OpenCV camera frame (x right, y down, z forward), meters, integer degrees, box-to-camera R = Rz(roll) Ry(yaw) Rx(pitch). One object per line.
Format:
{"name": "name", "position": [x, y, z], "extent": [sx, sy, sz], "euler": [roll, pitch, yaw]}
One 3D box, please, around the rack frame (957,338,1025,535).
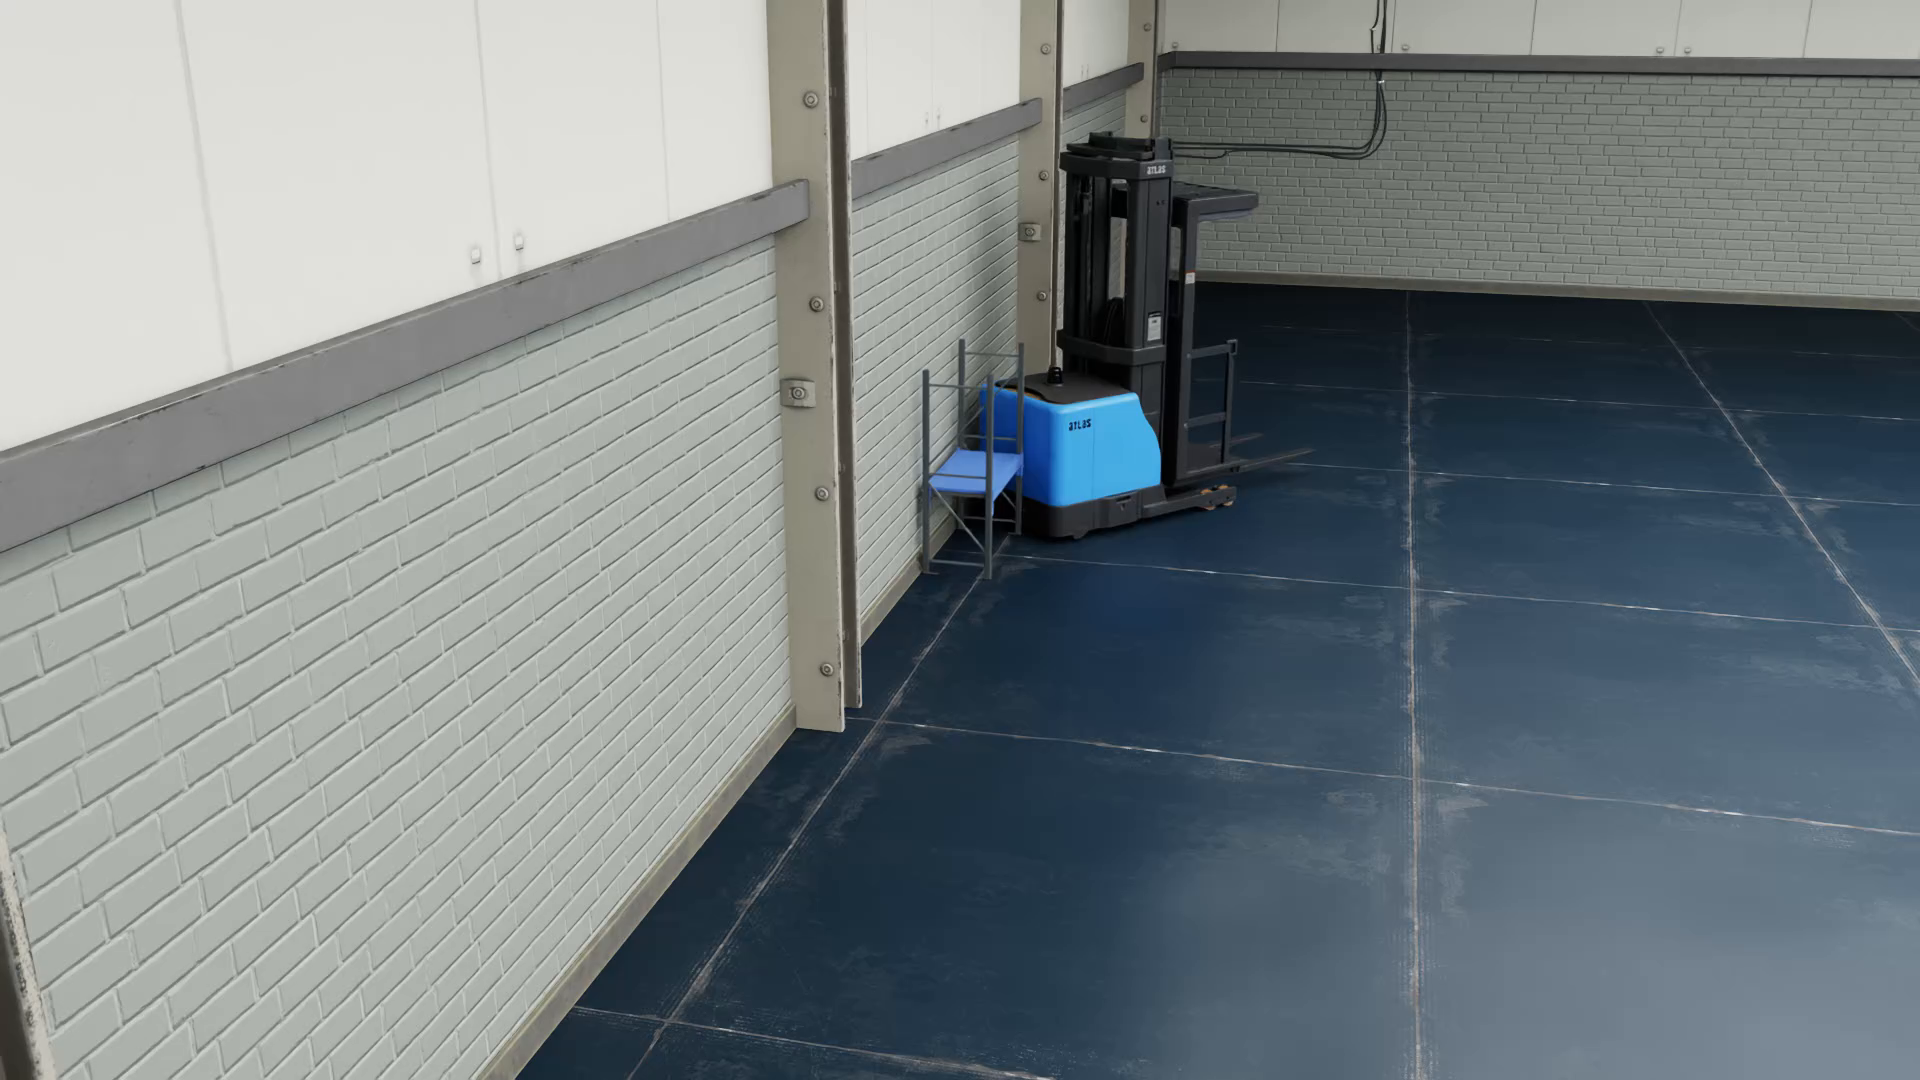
{"name": "rack frame", "position": [0.231, -0.771, 12.593], "extent": [0.500, 1.500, 0.032], "euler": [5, 20, 13]}

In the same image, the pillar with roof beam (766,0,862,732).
{"name": "pillar with roof beam", "position": [3.399, -2.896, 7.245], "extent": [9.100, 9.000, 0.400], "euler": [5, 19, 13]}

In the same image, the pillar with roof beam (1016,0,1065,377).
{"name": "pillar with roof beam", "position": [4.865, -4.777, 12.751], "extent": [9.100, 9.000, 0.400], "euler": [5, 19, 13]}

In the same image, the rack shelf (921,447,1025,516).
{"name": "rack shelf", "position": [0.105, -0.438, 12.188], "extent": [0.538, 0.185, 1.000], "euler": [5, 20, 13]}

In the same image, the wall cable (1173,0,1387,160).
{"name": "wall cable", "position": [4.159, -6.347, 22.151], "extent": [3.097, 2.526, 0.112], "euler": [5, 19, 13]}

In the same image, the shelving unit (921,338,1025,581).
{"name": "shelving unit", "position": [0.106, -0.608, 12.128], "extent": [0.538, 1.500, 1.048], "euler": [5, 20, 13]}

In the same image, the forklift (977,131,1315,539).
{"name": "forklift", "position": [1.629, -1.750, 13.276], "extent": [3.031, 2.935, 1.130], "euler": [-13, 23, -34]}

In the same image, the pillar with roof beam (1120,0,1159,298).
{"name": "pillar with roof beam", "position": [6.331, -6.657, 18.256], "extent": [9.100, 9.000, 0.400], "euler": [5, 19, 13]}

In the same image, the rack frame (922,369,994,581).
{"name": "rack frame", "position": [-0.018, -0.445, 11.663], "extent": [0.500, 1.500, 0.032], "euler": [5, 20, 13]}
